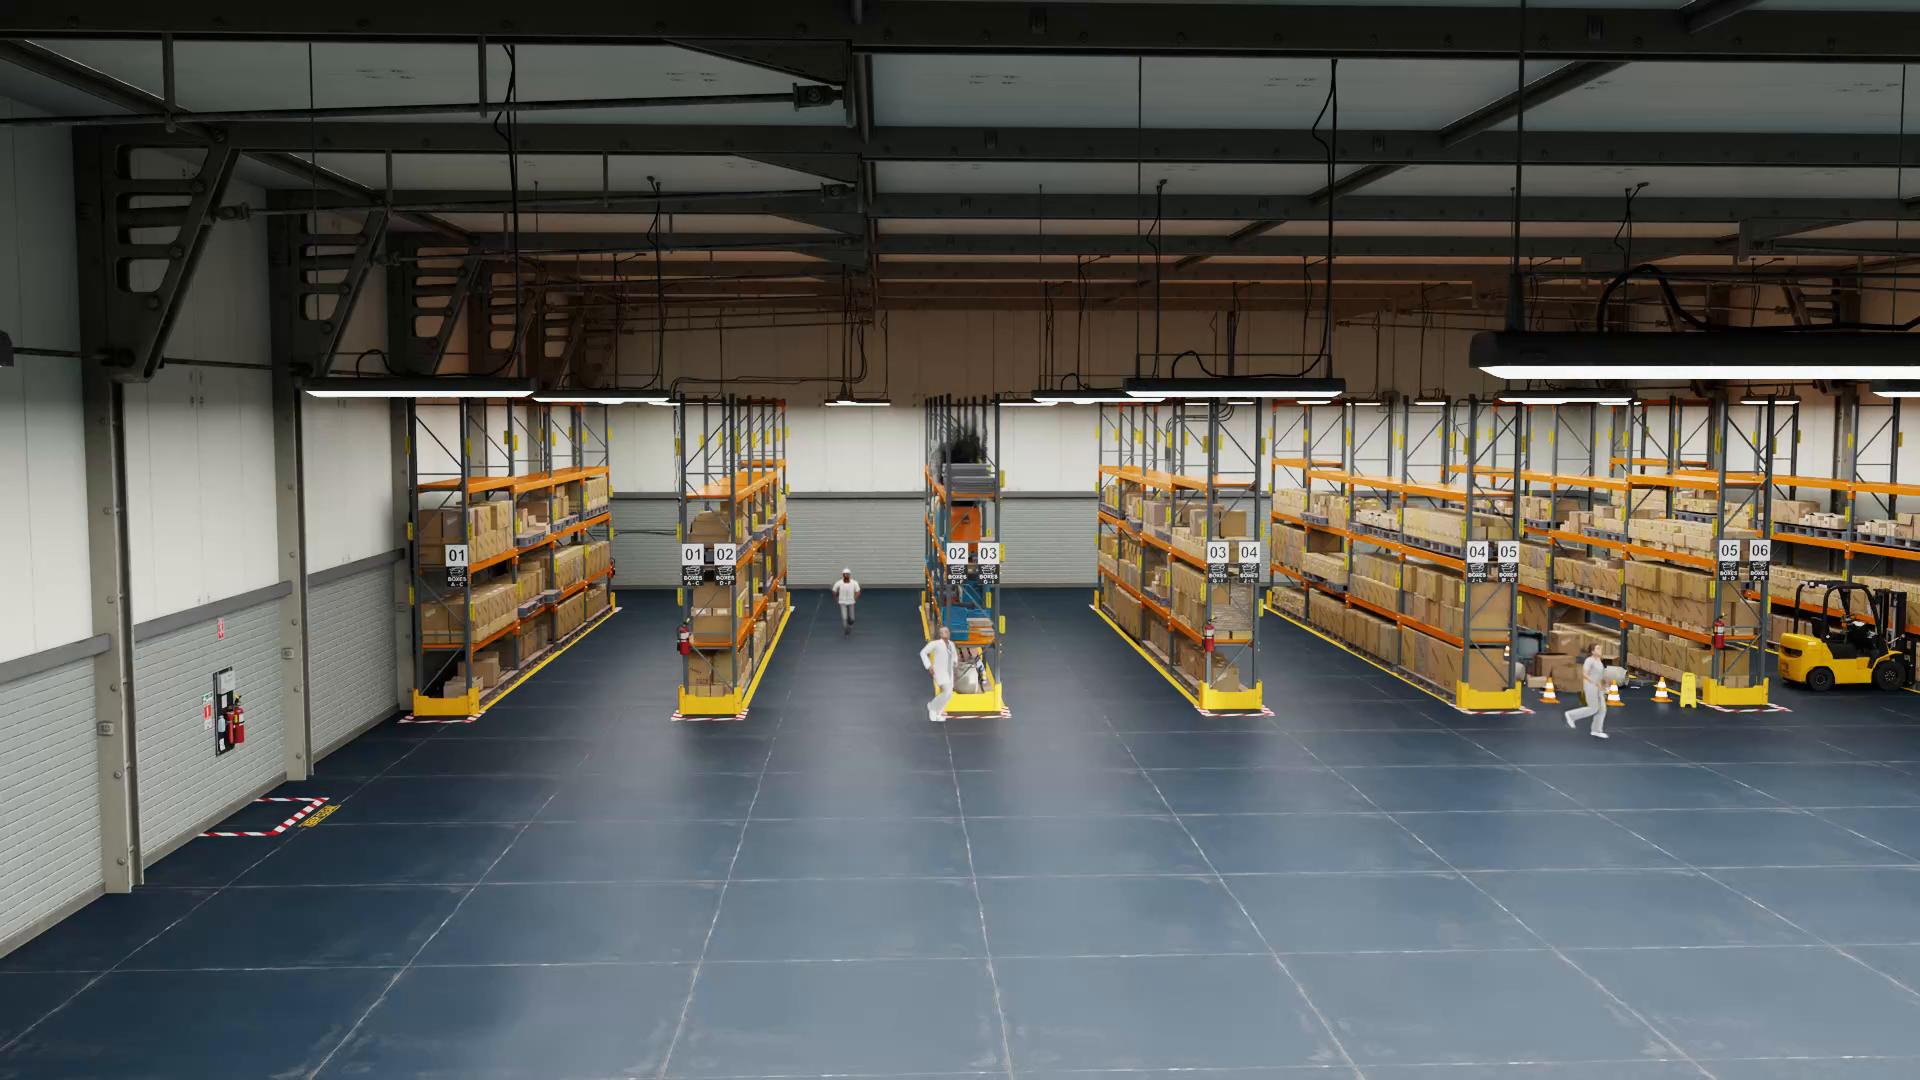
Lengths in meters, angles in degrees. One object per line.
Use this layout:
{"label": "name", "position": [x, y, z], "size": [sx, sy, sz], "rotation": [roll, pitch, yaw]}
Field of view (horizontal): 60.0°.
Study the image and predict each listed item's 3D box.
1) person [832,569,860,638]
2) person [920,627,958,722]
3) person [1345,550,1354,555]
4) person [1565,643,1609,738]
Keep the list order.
{"label": "person", "position": [-2.841, 1.581, 41.582], "size": [0.704, 1.720, 0.696], "rotation": [-1, 5, -9]}
{"label": "person", "position": [-0.297, 2.450, 30.362], "size": [0.576, 1.722, 0.724], "rotation": [4, 6, 39]}
{"label": "person", "position": [11.477, 1.015, 49.284], "size": [0.526, 1.658, 0.614], "rotation": [0, 5, 1]}
{"label": "person", "position": [11.051, 2.619, 29.166], "size": [0.734, 1.641, 0.572], "rotation": [4, 6, 44]}
